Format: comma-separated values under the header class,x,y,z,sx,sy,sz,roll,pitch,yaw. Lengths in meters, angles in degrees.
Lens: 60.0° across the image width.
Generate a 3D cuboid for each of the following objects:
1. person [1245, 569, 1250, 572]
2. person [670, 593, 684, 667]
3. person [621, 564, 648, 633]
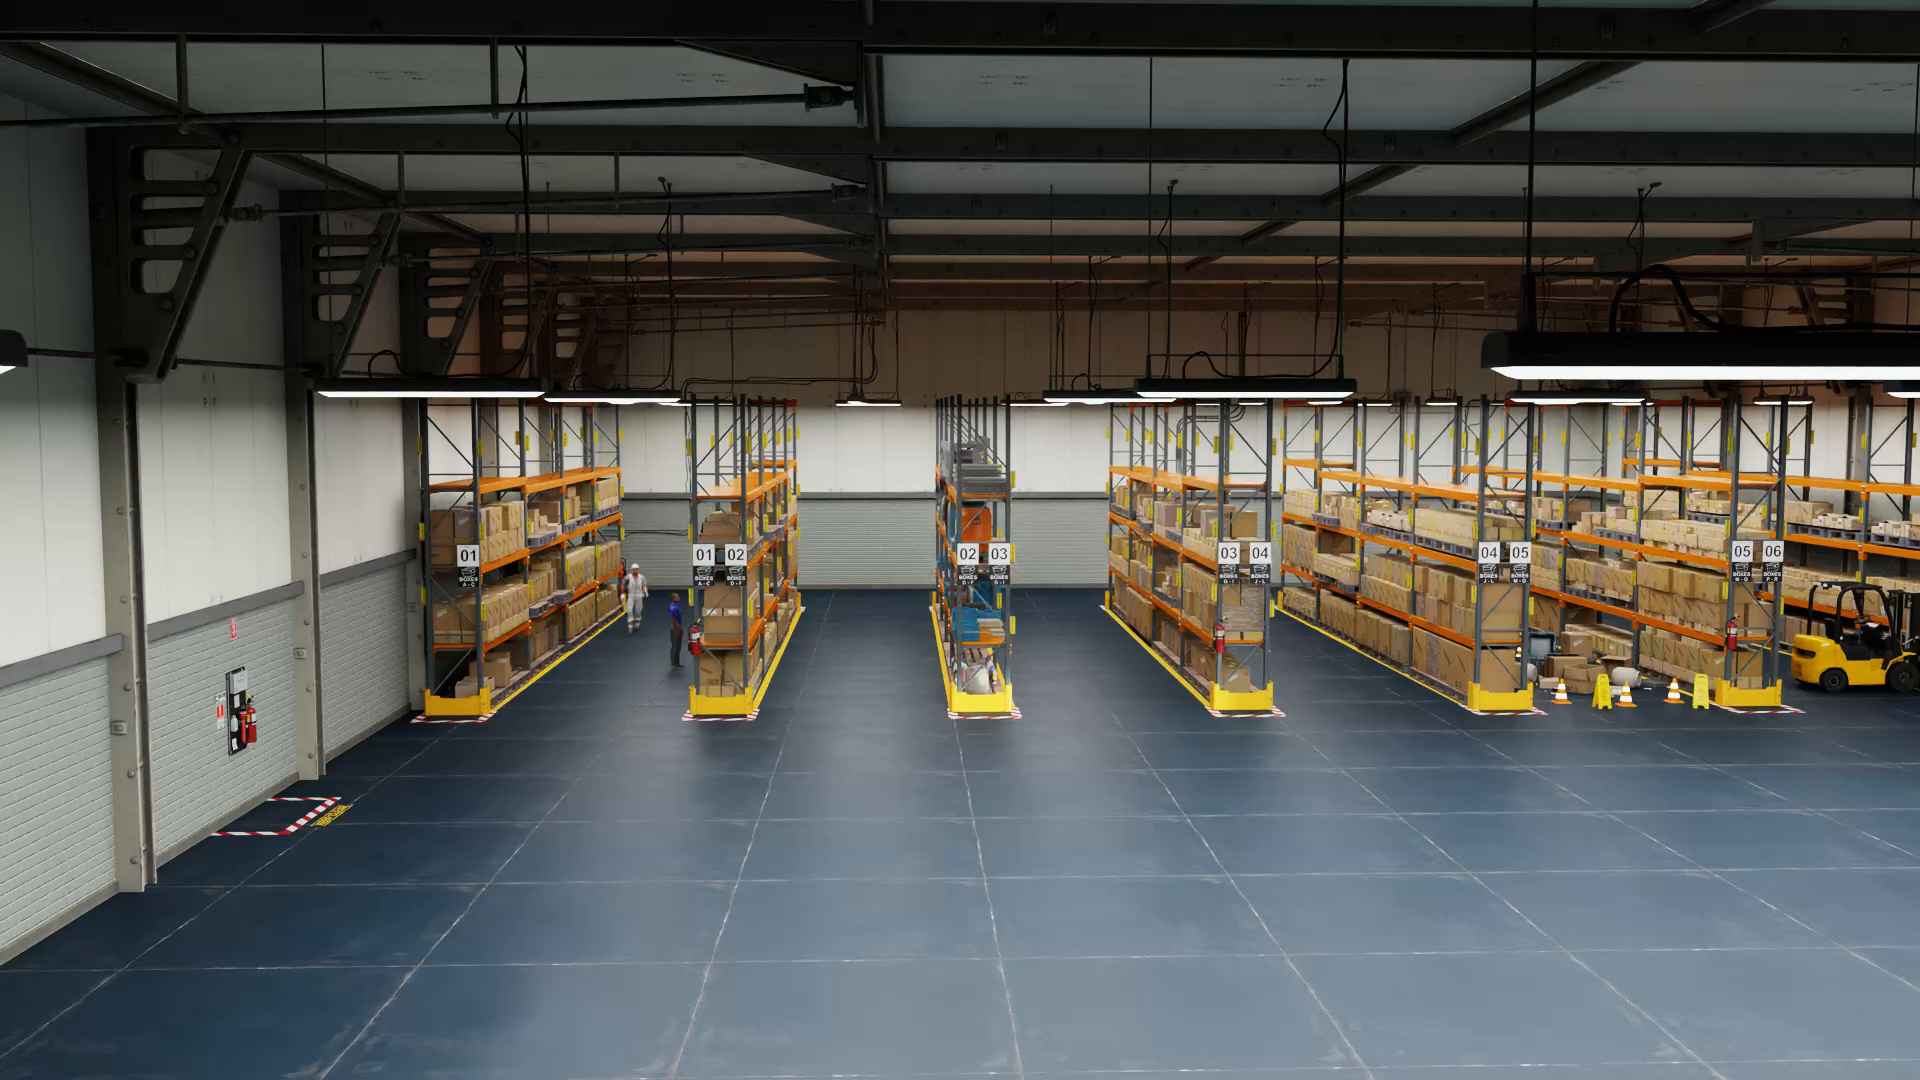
class,x,y,z,sx,sy,sz,roll,pitch,yaw
person,8.214,1.119,48.212,0.528,1.600,0.973,4,6,40
person,-6.271,1.991,36.883,0.346,1.664,0.531,-1,5,-16
person,-8.389,1.511,42.893,0.743,1.812,0.877,0,5,-3
